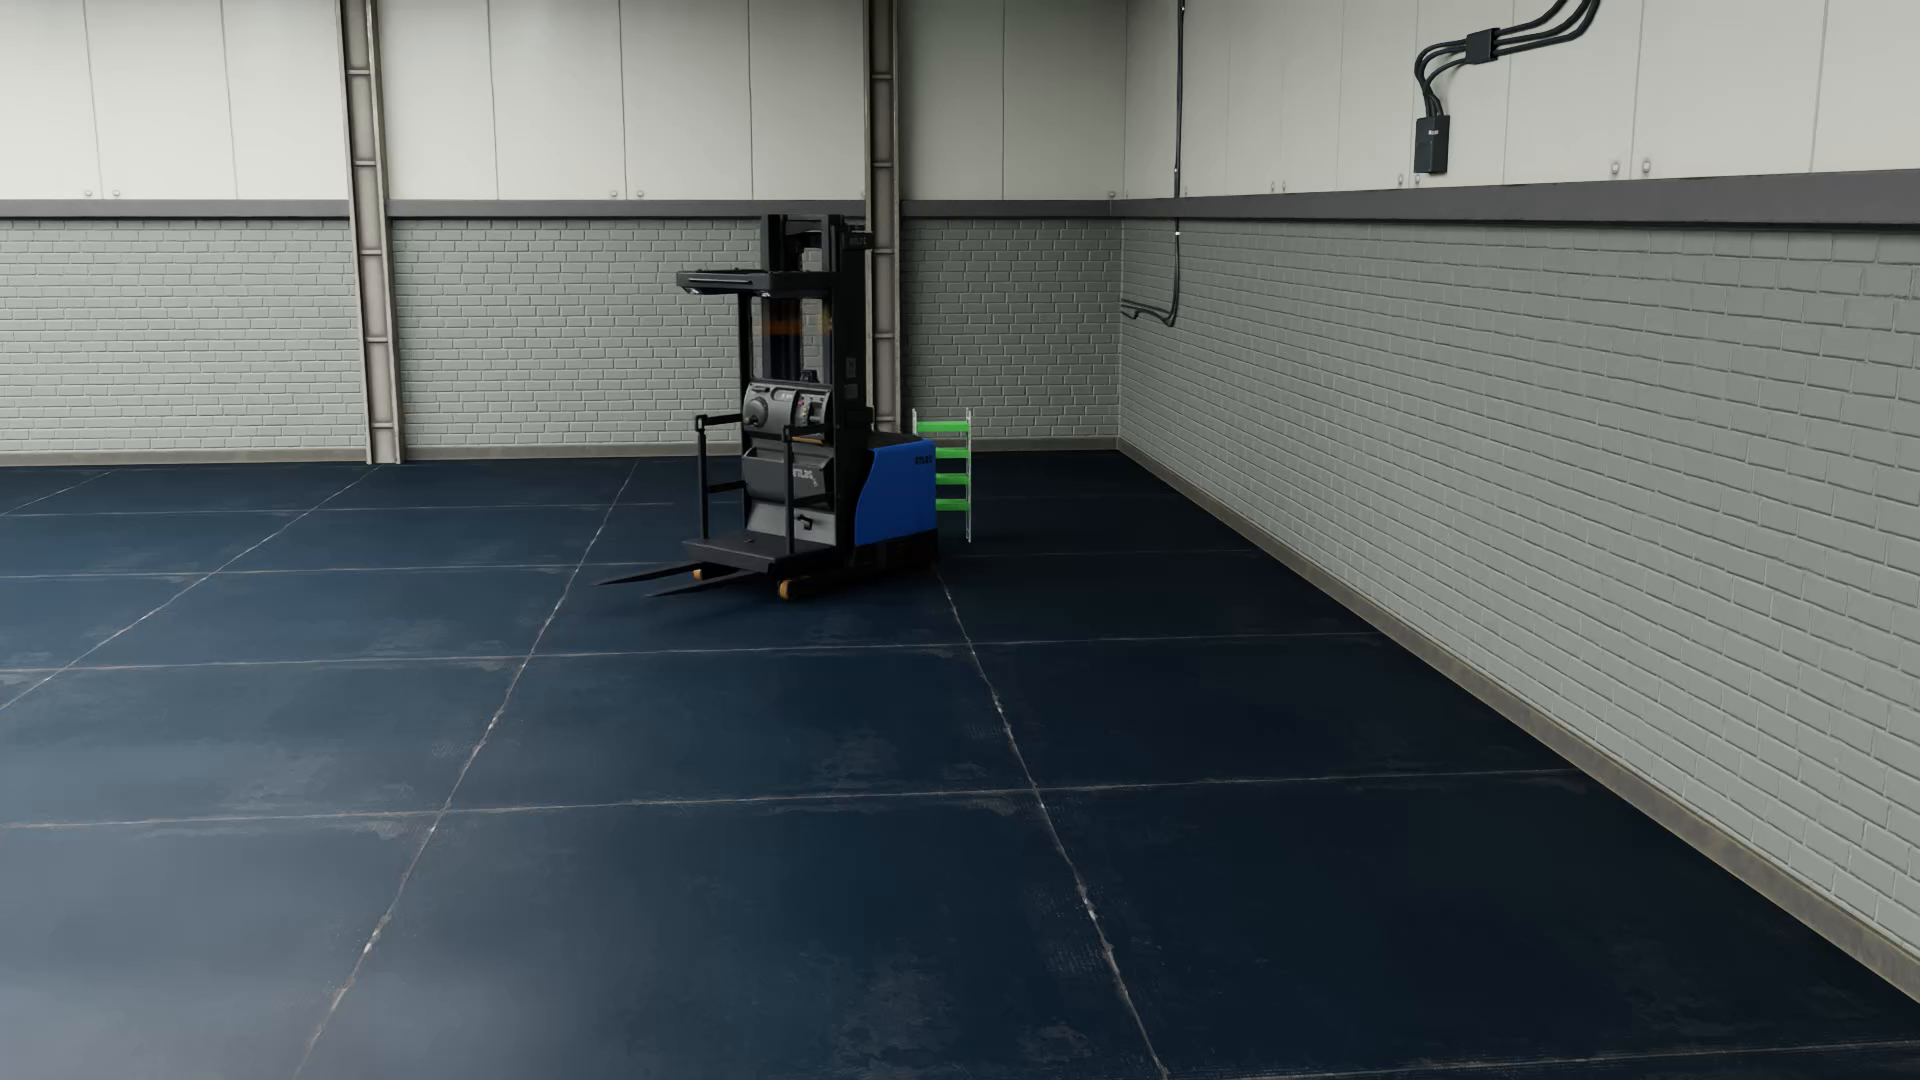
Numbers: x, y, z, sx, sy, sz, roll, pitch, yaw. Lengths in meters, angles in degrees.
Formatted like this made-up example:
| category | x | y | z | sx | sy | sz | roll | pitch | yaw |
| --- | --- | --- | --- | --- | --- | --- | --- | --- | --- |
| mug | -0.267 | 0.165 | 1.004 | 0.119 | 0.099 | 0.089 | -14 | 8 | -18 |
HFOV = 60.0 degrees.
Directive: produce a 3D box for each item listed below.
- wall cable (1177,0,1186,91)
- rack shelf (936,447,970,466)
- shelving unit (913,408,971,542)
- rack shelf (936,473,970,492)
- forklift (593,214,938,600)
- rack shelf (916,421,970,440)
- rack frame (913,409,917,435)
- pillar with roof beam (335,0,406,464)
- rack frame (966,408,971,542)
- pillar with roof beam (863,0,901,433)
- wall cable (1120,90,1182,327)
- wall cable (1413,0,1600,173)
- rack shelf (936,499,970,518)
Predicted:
| category | x | y | z | sx | sy | sz | roll | pitch | yaw |
| --- | --- | --- | --- | --- | --- | --- | --- | --- | --- |
| wall cable | 2.423 | -5.724 | 15.995 | 0.112 | 2.526 | 3.097 | -1 | 11 | -6 |
| rack shelf | -0.165 | -0.758 | 15.083 | 0.480 | 0.148 | 0.258 | -1 | 11 | -6 |
| shelving unit | -0.165 | -0.585 | 15.117 | 0.503 | 1.200 | 0.258 | -1 | 11 | -6 |
| rack shelf | -0.165 | -0.523 | 15.129 | 0.480 | 0.148 | 0.258 | -1 | 11 | -6 |
| forklift | -1.520 | -1.078 | 13.138 | 1.130 | 2.935 | 3.031 | 9 | 14 | 39 |
| rack shelf | -0.165 | -0.994 | 15.036 | 0.480 | 0.148 | 0.258 | -1 | 11 | -6 |
| rack frame | -0.407 | -0.580 | 15.091 | 0.015 | 1.200 | 0.240 | -1 | 11 | -6 |
| pillar with roof beam | -6.440 | -4.530 | 14.964 | 0.400 | 9.000 | 9.100 | -1 | 11 | -6 |
| rack frame | 0.078 | -0.590 | 15.143 | 0.015 | 1.200 | 0.240 | -1 | 11 | -6 |
| pillar with roof beam | -0.475 | -4.655 | 15.600 | 0.400 | 9.000 | 9.100 | -1 | 11 | -6 |
| wall cable | 2.131 | -3.765 | 19.121 | 0.112 | 2.526 | 3.097 | -1 | 11 | -6 |
| wall cable | 3.141 | -5.136 | 9.231 | 0.169 | 6.003 | 2.305 | -1 | 11 | -6 |
| rack shelf | -0.165 | -0.287 | 15.175 | 0.480 | 0.148 | 0.258 | -1 | 11 | -6 |
